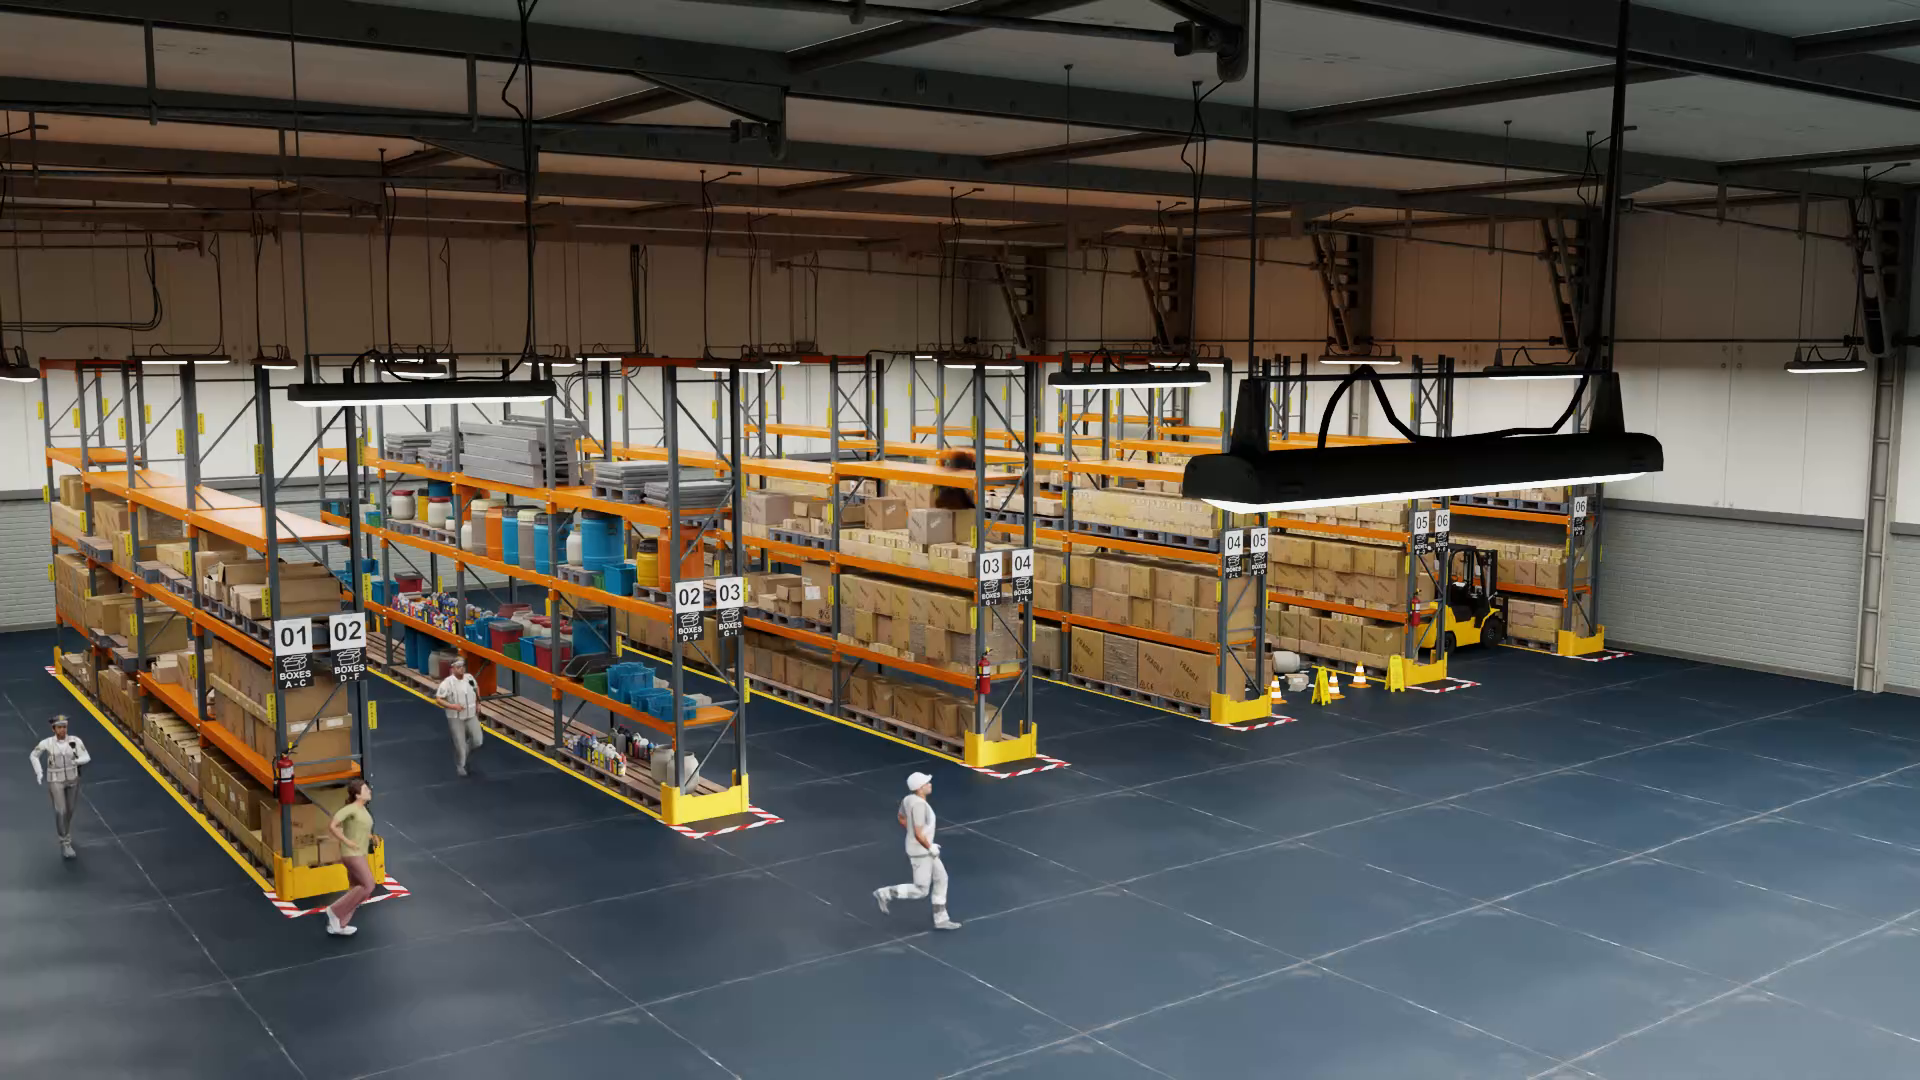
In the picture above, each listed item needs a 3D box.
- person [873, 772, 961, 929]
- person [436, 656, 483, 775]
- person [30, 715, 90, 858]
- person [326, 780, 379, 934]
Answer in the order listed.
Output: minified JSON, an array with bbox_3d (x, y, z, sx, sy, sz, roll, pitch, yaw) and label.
[{"bbox_3d":[-0.462,3.349,17.831,0.962,1.752,0.645,-1,7,-6],"label":"person"},{"bbox_3d":[-7.248,2.559,24.241,0.728,1.742,0.543,-7,10,-44],"label":"person"},{"bbox_3d":[-11.114,2.998,20.612,0.599,1.708,0.878,-7,9,-43],"label":"person"},{"bbox_3d":[-6.511,3.389,17.899,0.517,1.585,0.643,0,7,-2],"label":"person"}]
